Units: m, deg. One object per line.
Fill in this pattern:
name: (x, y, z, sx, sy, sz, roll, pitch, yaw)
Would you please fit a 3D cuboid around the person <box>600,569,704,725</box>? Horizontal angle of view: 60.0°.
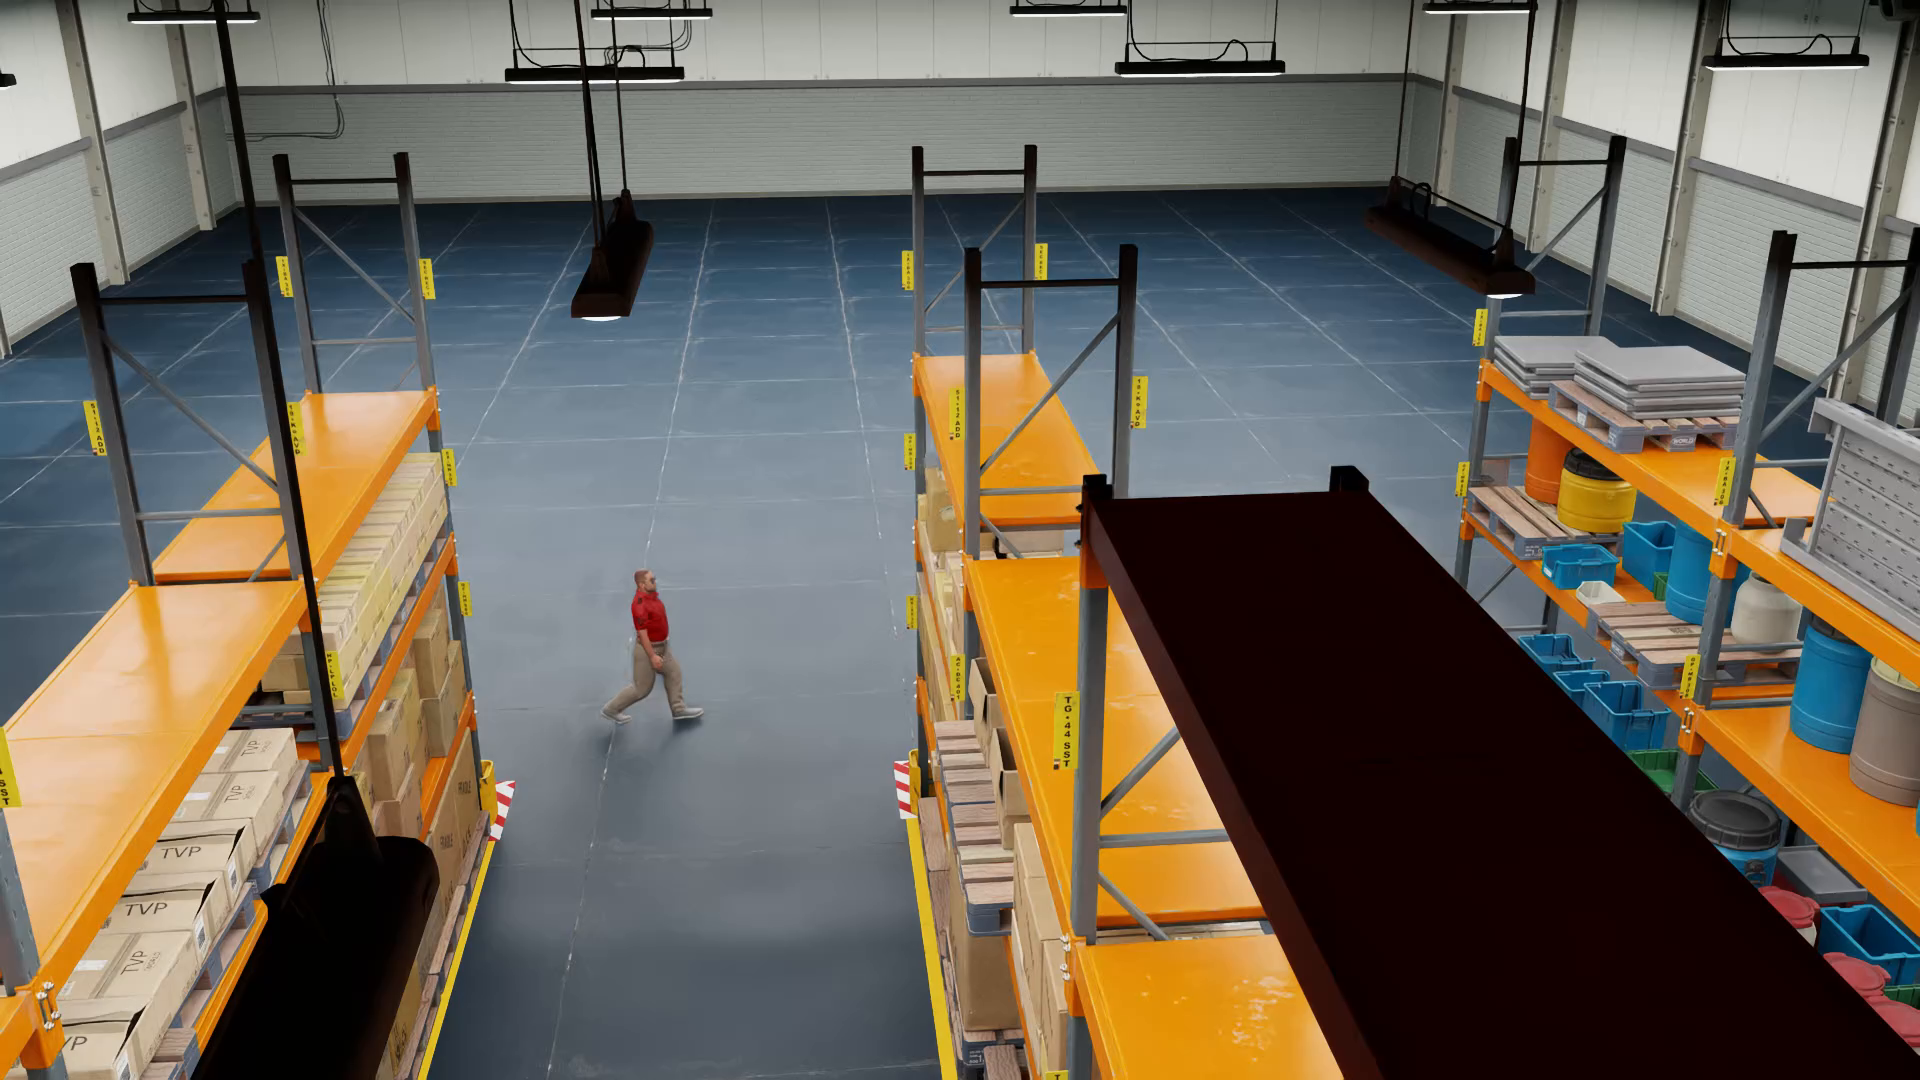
person: (-3.120, 1.072, 16.625, 1.019, 1.680, 0.538, -2, 22, -4)
